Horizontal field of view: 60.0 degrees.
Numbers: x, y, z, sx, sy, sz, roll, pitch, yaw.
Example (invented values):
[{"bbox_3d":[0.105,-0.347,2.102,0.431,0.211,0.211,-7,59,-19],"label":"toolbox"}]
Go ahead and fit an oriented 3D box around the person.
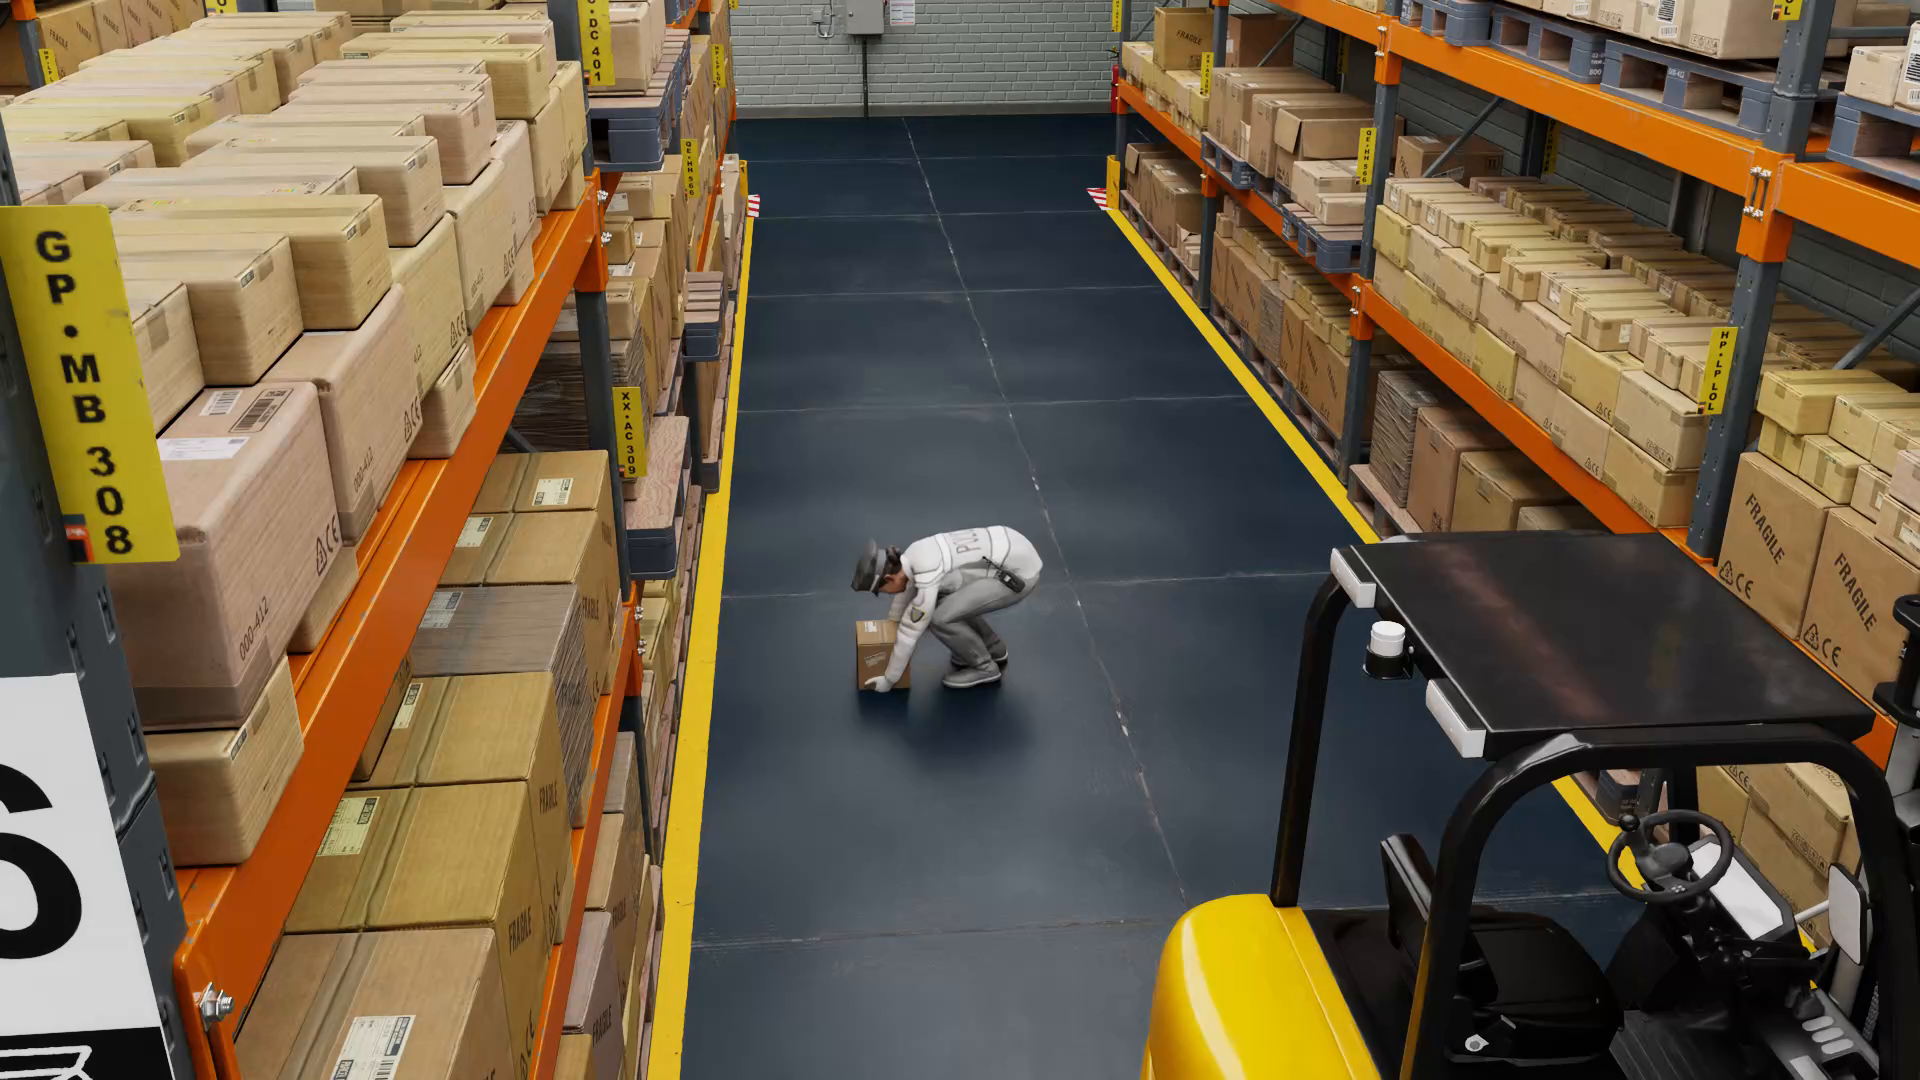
[{"bbox_3d":[-0.066,0.326,8.021,0.913,0.759,0.444,-3,24,-7],"label":"person"}]
